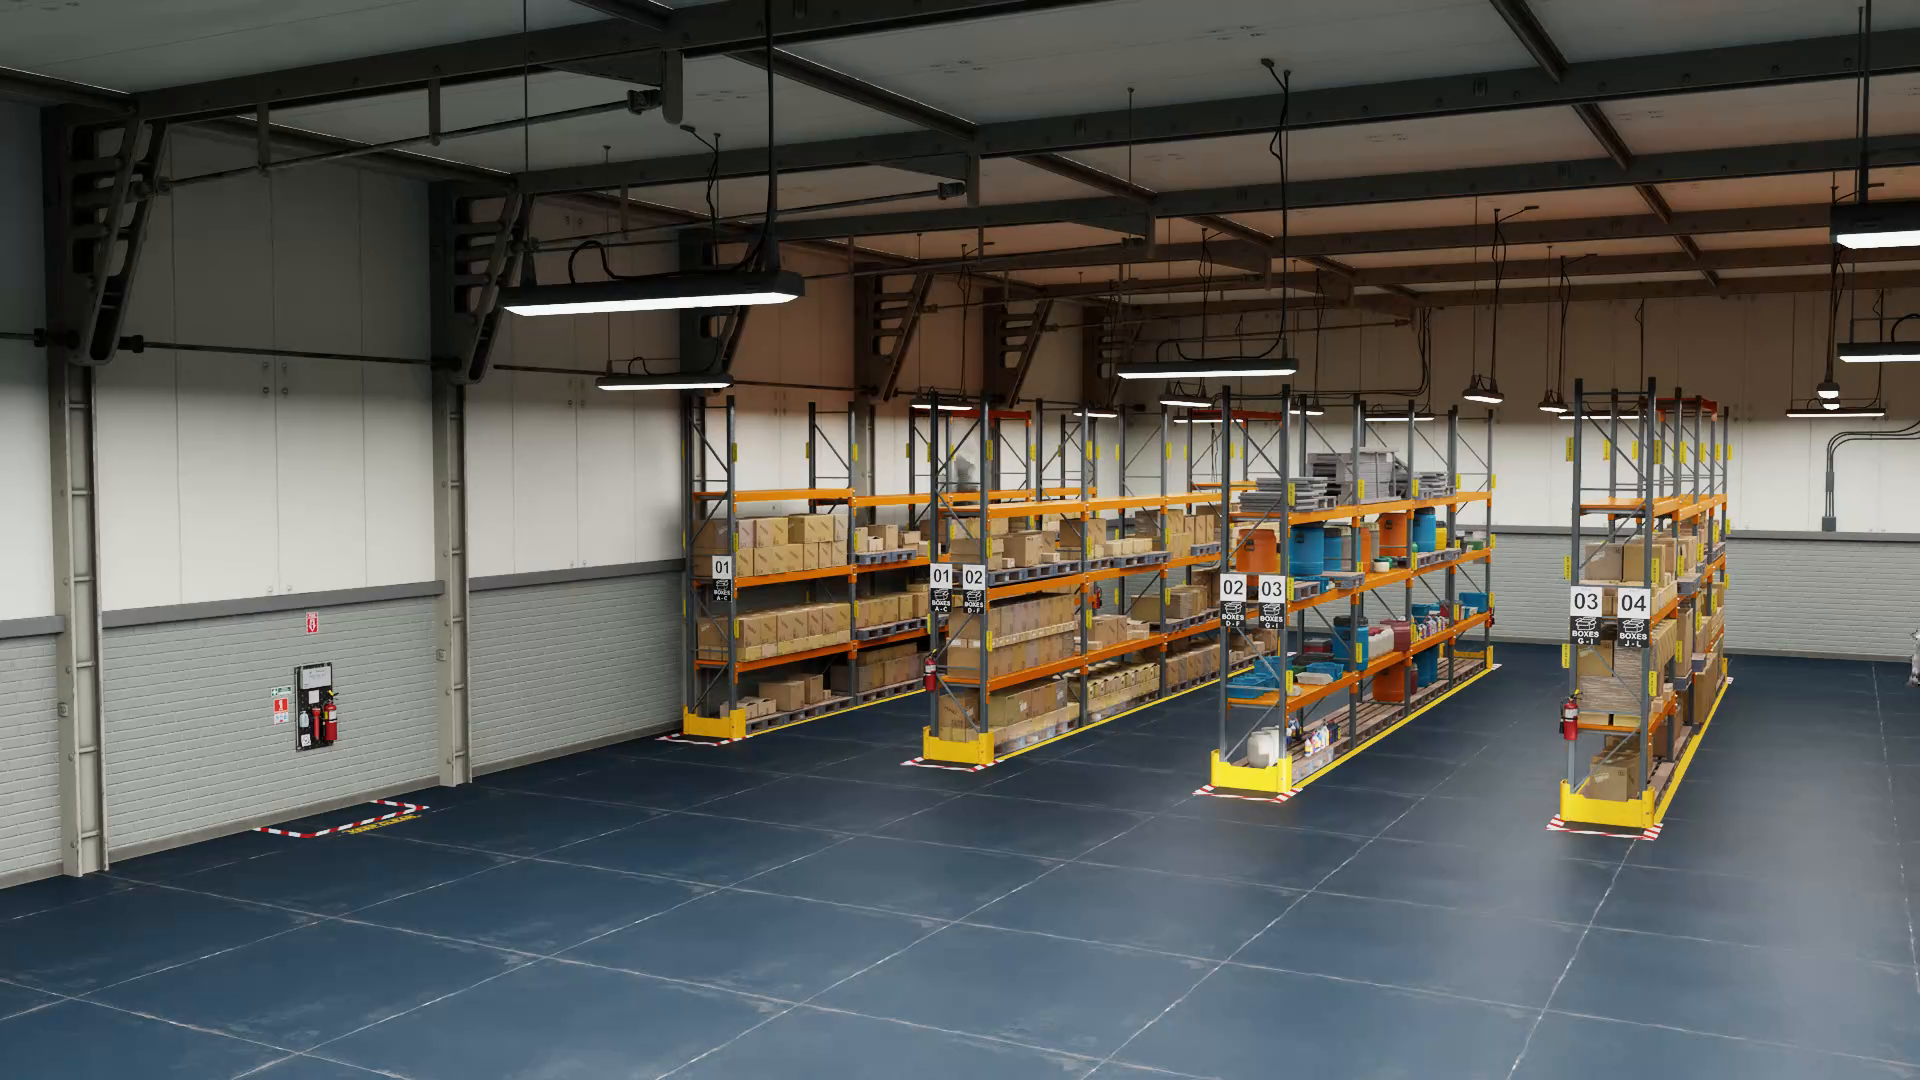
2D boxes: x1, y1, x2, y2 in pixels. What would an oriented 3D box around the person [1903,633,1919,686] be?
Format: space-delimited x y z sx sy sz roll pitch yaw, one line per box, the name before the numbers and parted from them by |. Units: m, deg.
person | 20.603 2.255 35.342 0.861 1.788 0.688 0 3 9
